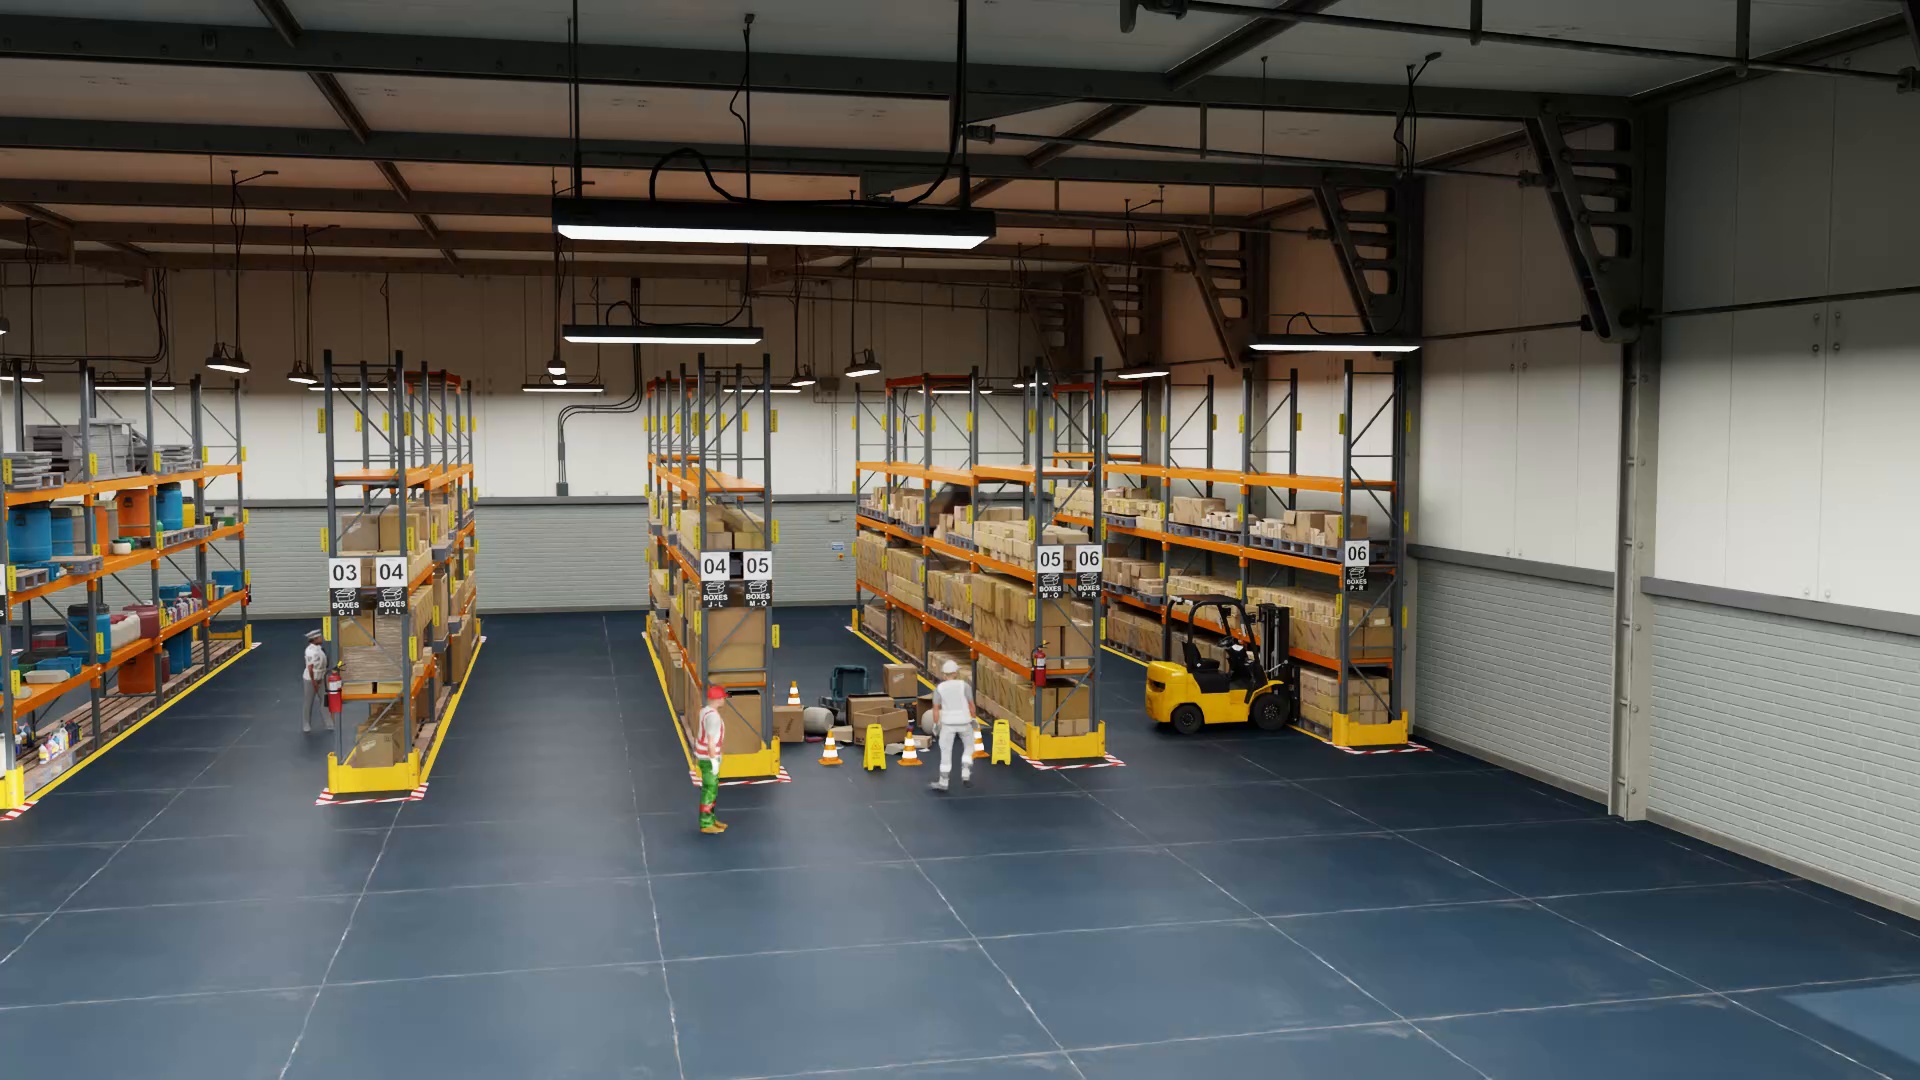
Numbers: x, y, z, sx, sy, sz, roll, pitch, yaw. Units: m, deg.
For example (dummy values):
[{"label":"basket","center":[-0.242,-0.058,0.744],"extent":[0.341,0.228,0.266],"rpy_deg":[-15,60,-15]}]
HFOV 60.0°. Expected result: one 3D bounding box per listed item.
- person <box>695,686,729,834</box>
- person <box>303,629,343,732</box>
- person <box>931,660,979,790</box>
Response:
[{"label":"person","center":[-3.044,2.690,20.447],"extent":[0.426,1.800,0.557],"rpy_deg":[-1,4,-13]},{"label":"person","center":[-10.471,2.282,27.121],"extent":[0.591,1.675,0.485],"rpy_deg":[1,4,18]},{"label":"person","center":[-0.060,2.522,22.678],"extent":[0.651,1.786,0.447],"rpy_deg":[0,4,-5]}]
